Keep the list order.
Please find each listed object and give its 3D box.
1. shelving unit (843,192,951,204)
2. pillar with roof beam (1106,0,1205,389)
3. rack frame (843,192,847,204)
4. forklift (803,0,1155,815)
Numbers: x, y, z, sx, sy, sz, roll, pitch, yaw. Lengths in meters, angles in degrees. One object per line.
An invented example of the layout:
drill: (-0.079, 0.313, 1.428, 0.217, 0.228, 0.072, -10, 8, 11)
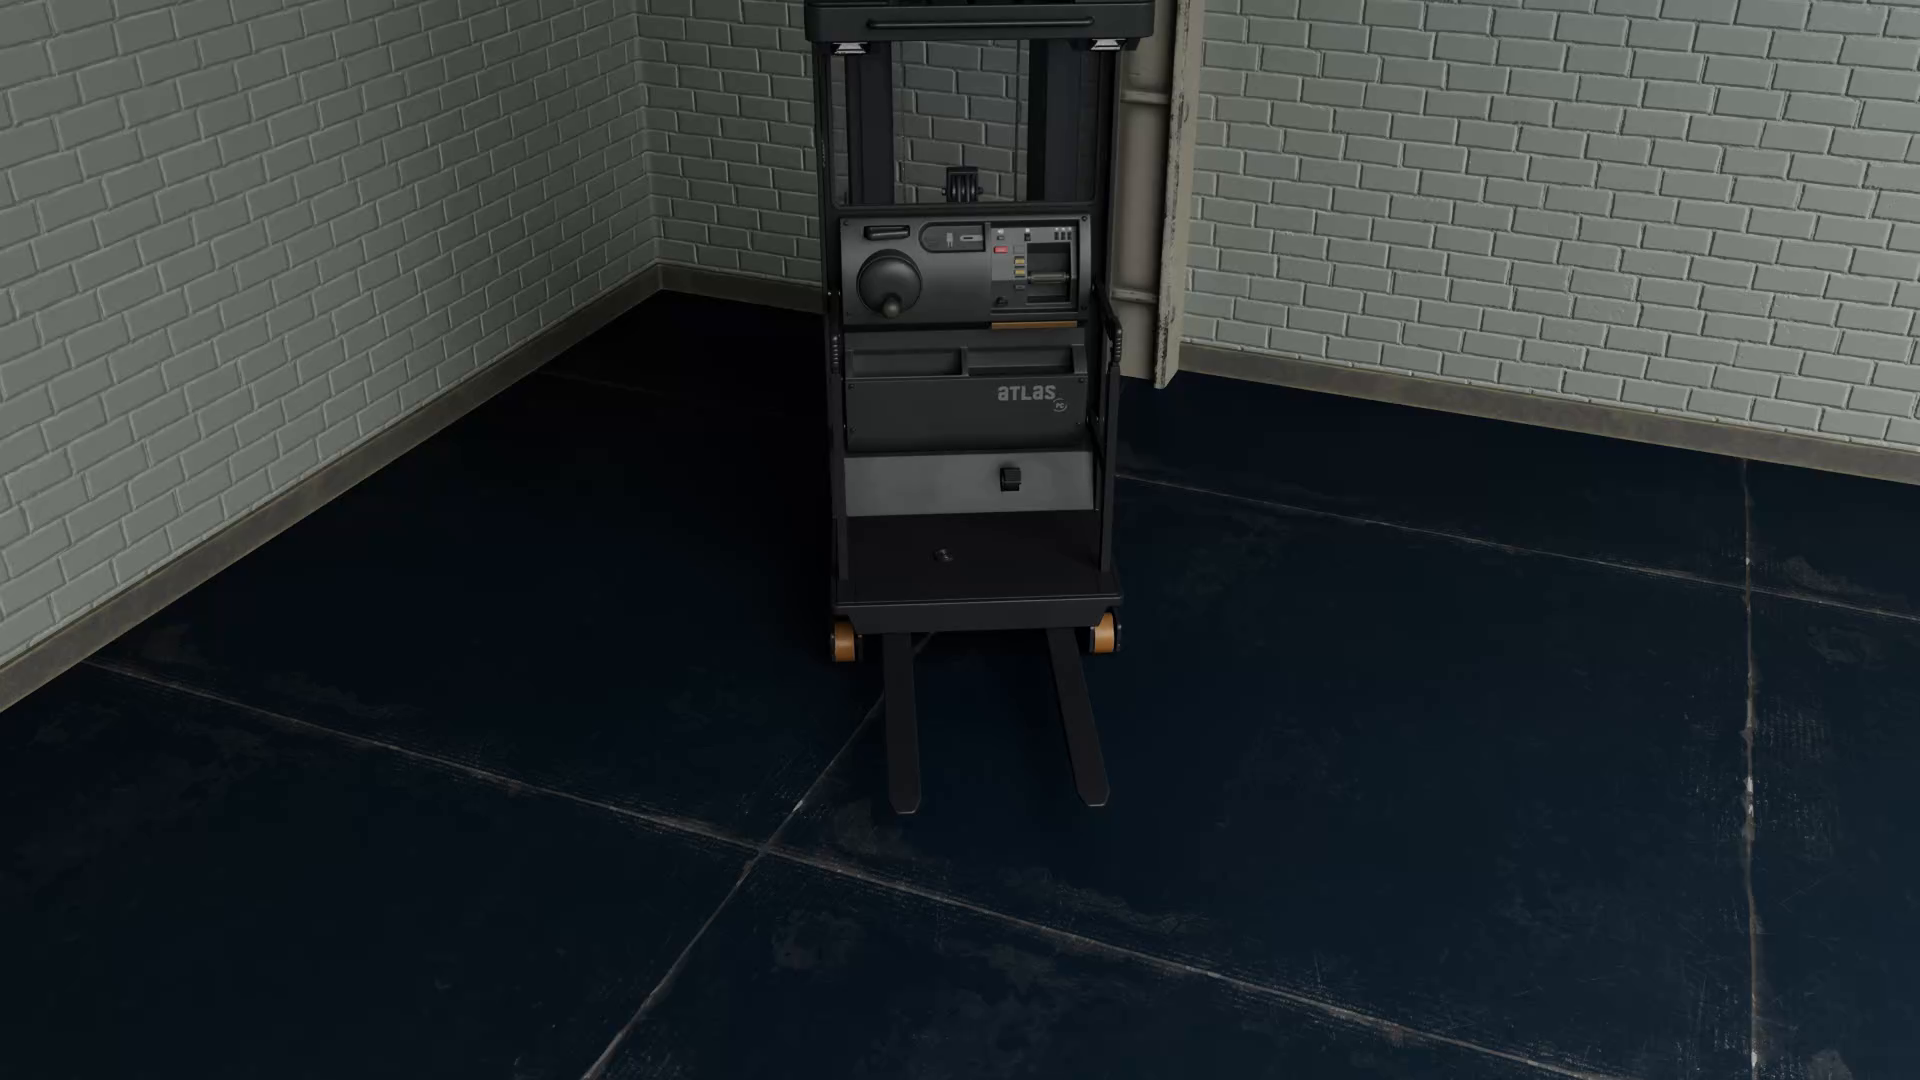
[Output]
shelving unit: (-0.279, -1.027, 7.848, 0.503, 1.200, 0.258, -2, 30, -3)
pillar with roof beam: (-0.688, -2.845, 3.139, 0.400, 9.000, 9.100, 11, 31, 19)
rack frame: (-0.522, -1.020, 7.836, 0.015, 1.200, 0.240, -2, 30, -3)
forklift: (0.038, -0.970, 5.988, 1.130, 2.935, 3.031, -2, 30, -3)
